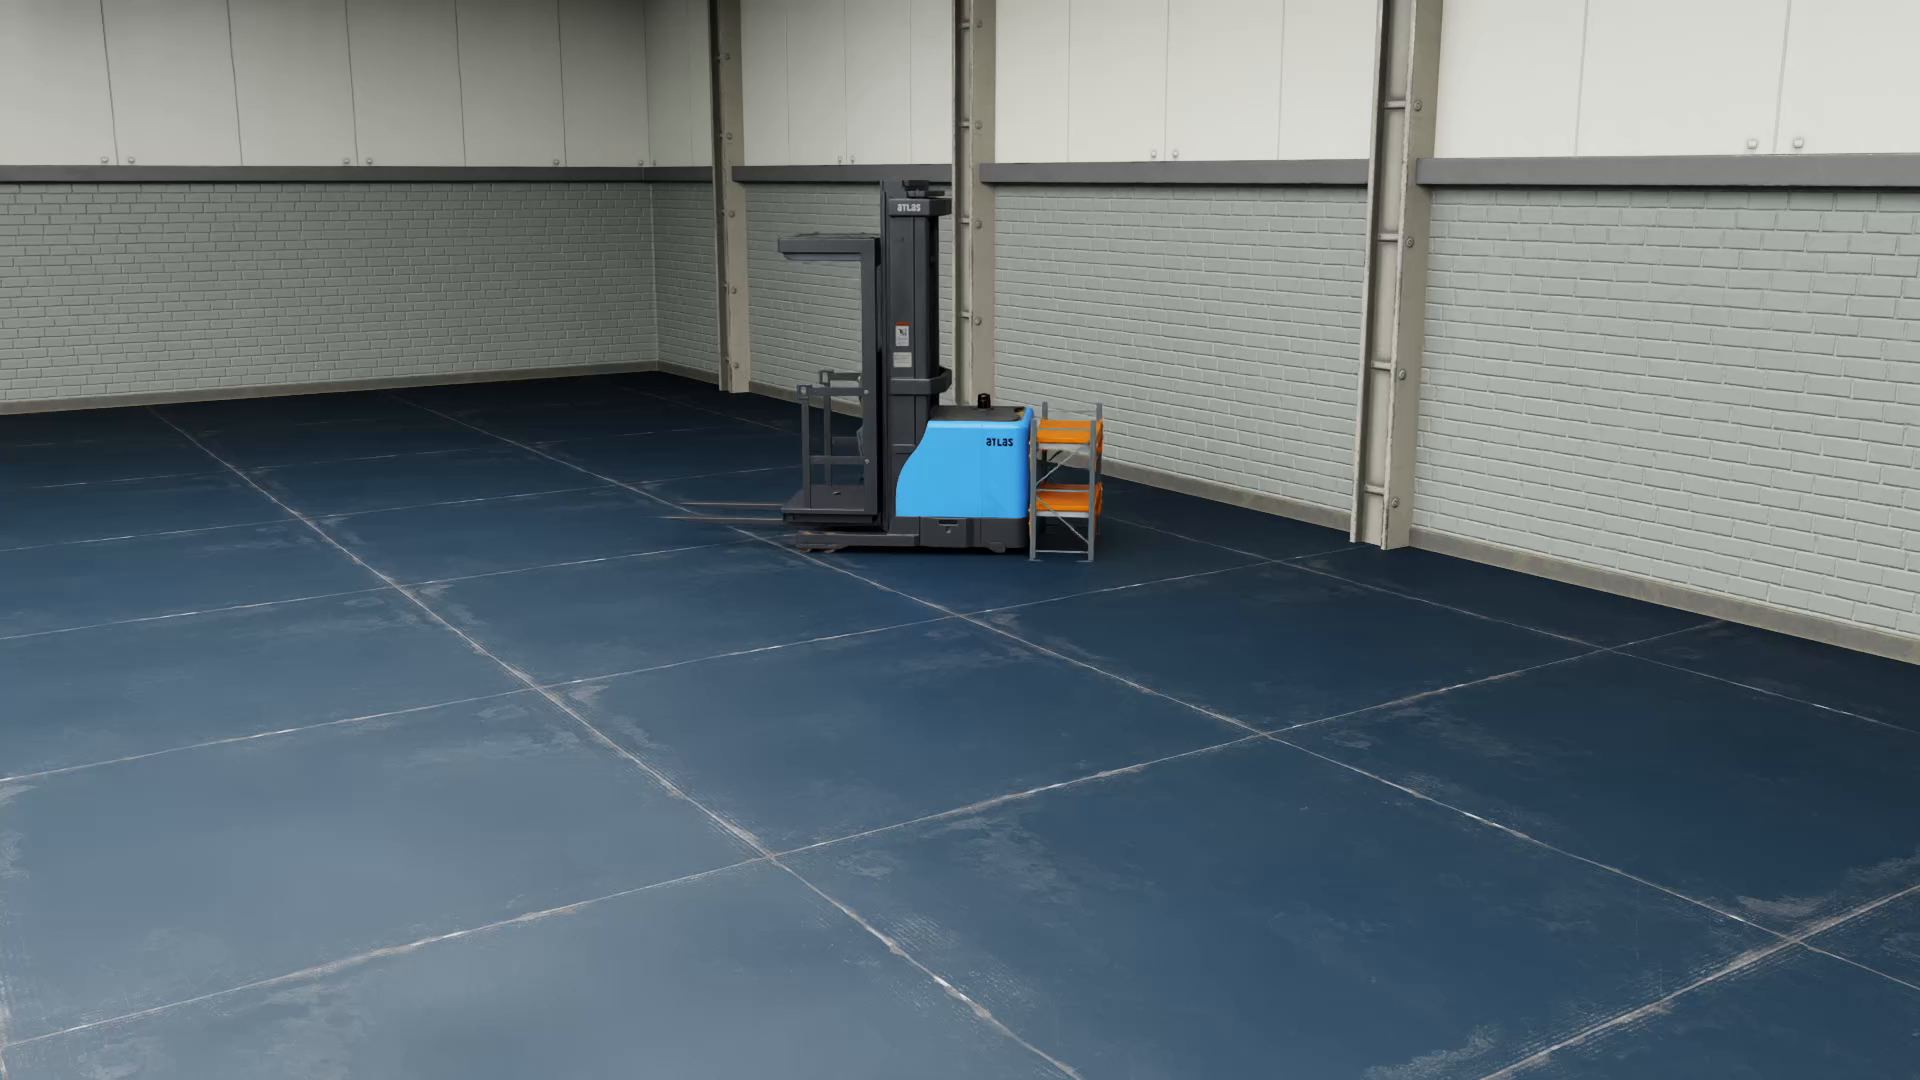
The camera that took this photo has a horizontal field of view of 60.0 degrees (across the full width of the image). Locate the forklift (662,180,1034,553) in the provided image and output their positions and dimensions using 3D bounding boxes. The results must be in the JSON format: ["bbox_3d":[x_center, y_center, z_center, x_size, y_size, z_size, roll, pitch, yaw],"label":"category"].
[{"bbox_3d":[-0.915,-1.438,13.576,3.031,2.935,1.130,1,12,5],"label":"forklift"}]

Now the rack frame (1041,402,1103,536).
[{"bbox_3d":[0.935,-0.597,13.957,0.500,1.125,0.032,2,12,7],"label":"rack frame"}]

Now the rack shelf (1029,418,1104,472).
[{"bbox_3d":[0.868,-0.775,13.402,0.538,0.278,1.000,2,12,7],"label":"rack shelf"}]

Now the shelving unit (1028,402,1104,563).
[{"bbox_3d":[0.868,-0.489,13.465,0.538,1.125,1.048,2,12,7],"label":"shelving unit"}]

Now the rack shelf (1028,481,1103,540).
[{"bbox_3d":[0.868,-0.250,13.517,0.538,0.278,1.000,2,12,7],"label":"rack shelf"}]

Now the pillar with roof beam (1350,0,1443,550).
[{"bbox_3d":[-0.113,-3.859,10.445,9.100,9.000,0.400,-8,15,-33],"label":"pillar with roof beam"}]

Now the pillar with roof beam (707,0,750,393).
[{"bbox_3d":[-6.762,-5.993,20.205,9.100,9.000,0.400,-8,15,-33],"label":"pillar with roof beam"}]

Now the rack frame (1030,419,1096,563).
[{"bbox_3d":[0.801,-0.381,12.972,0.500,1.125,0.032,2,12,7],"label":"rack frame"}]

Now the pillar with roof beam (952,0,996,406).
[{"bbox_3d":[-3.437,-4.926,15.325,9.100,9.000,0.400,-8,15,-33],"label":"pillar with roof beam"}]
